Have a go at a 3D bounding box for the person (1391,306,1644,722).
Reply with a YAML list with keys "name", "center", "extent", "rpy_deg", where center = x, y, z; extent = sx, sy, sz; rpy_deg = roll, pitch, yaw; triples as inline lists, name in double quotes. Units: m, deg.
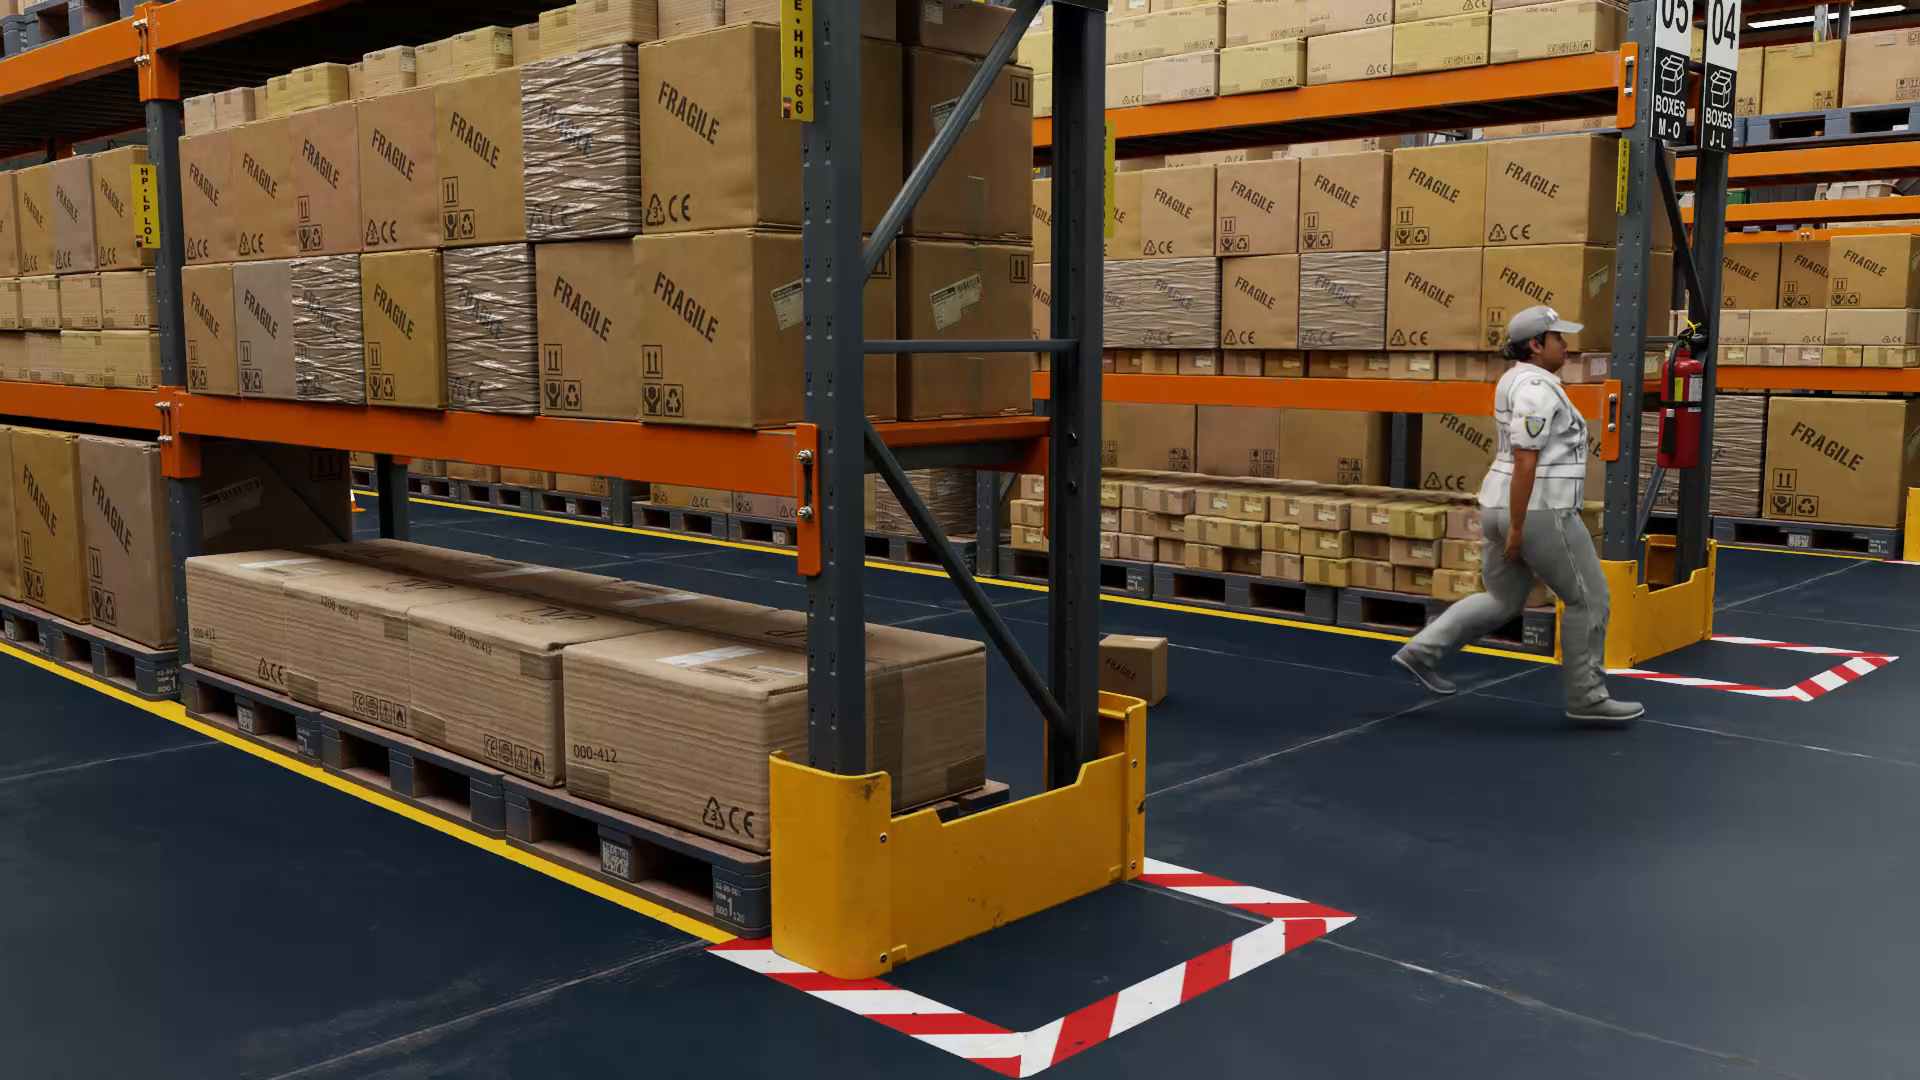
- name: "person"
  center: [2.221, -0.108, 6.551]
  extent: [0.949, 1.616, 0.473]
  rpy_deg: [0, 7, 2]
